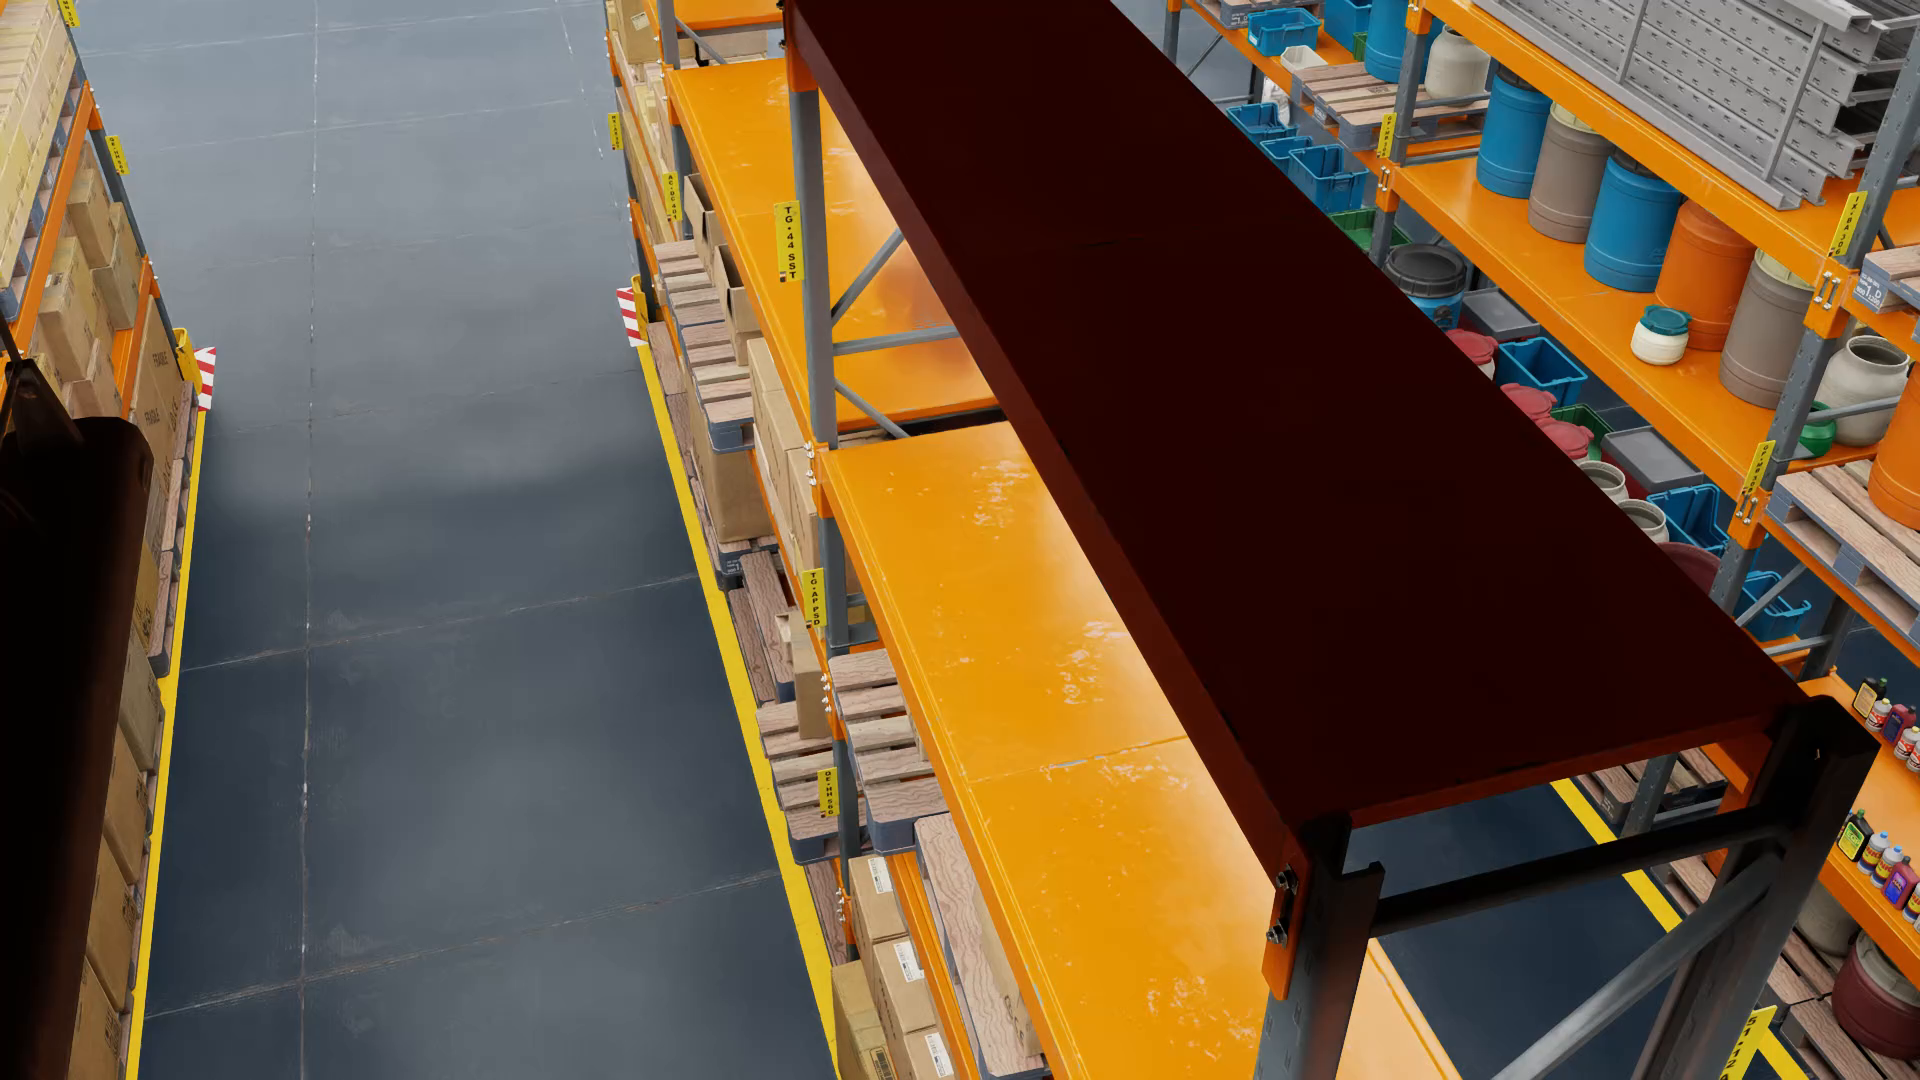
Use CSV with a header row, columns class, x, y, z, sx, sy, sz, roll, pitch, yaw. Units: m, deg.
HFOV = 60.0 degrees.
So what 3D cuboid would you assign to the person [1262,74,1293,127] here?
class,x,y,z,sx,sy,sz,roll,pitch,yaw
person,3.109,-4.214,16.807,0.626,1.685,0.590,28,46,31
